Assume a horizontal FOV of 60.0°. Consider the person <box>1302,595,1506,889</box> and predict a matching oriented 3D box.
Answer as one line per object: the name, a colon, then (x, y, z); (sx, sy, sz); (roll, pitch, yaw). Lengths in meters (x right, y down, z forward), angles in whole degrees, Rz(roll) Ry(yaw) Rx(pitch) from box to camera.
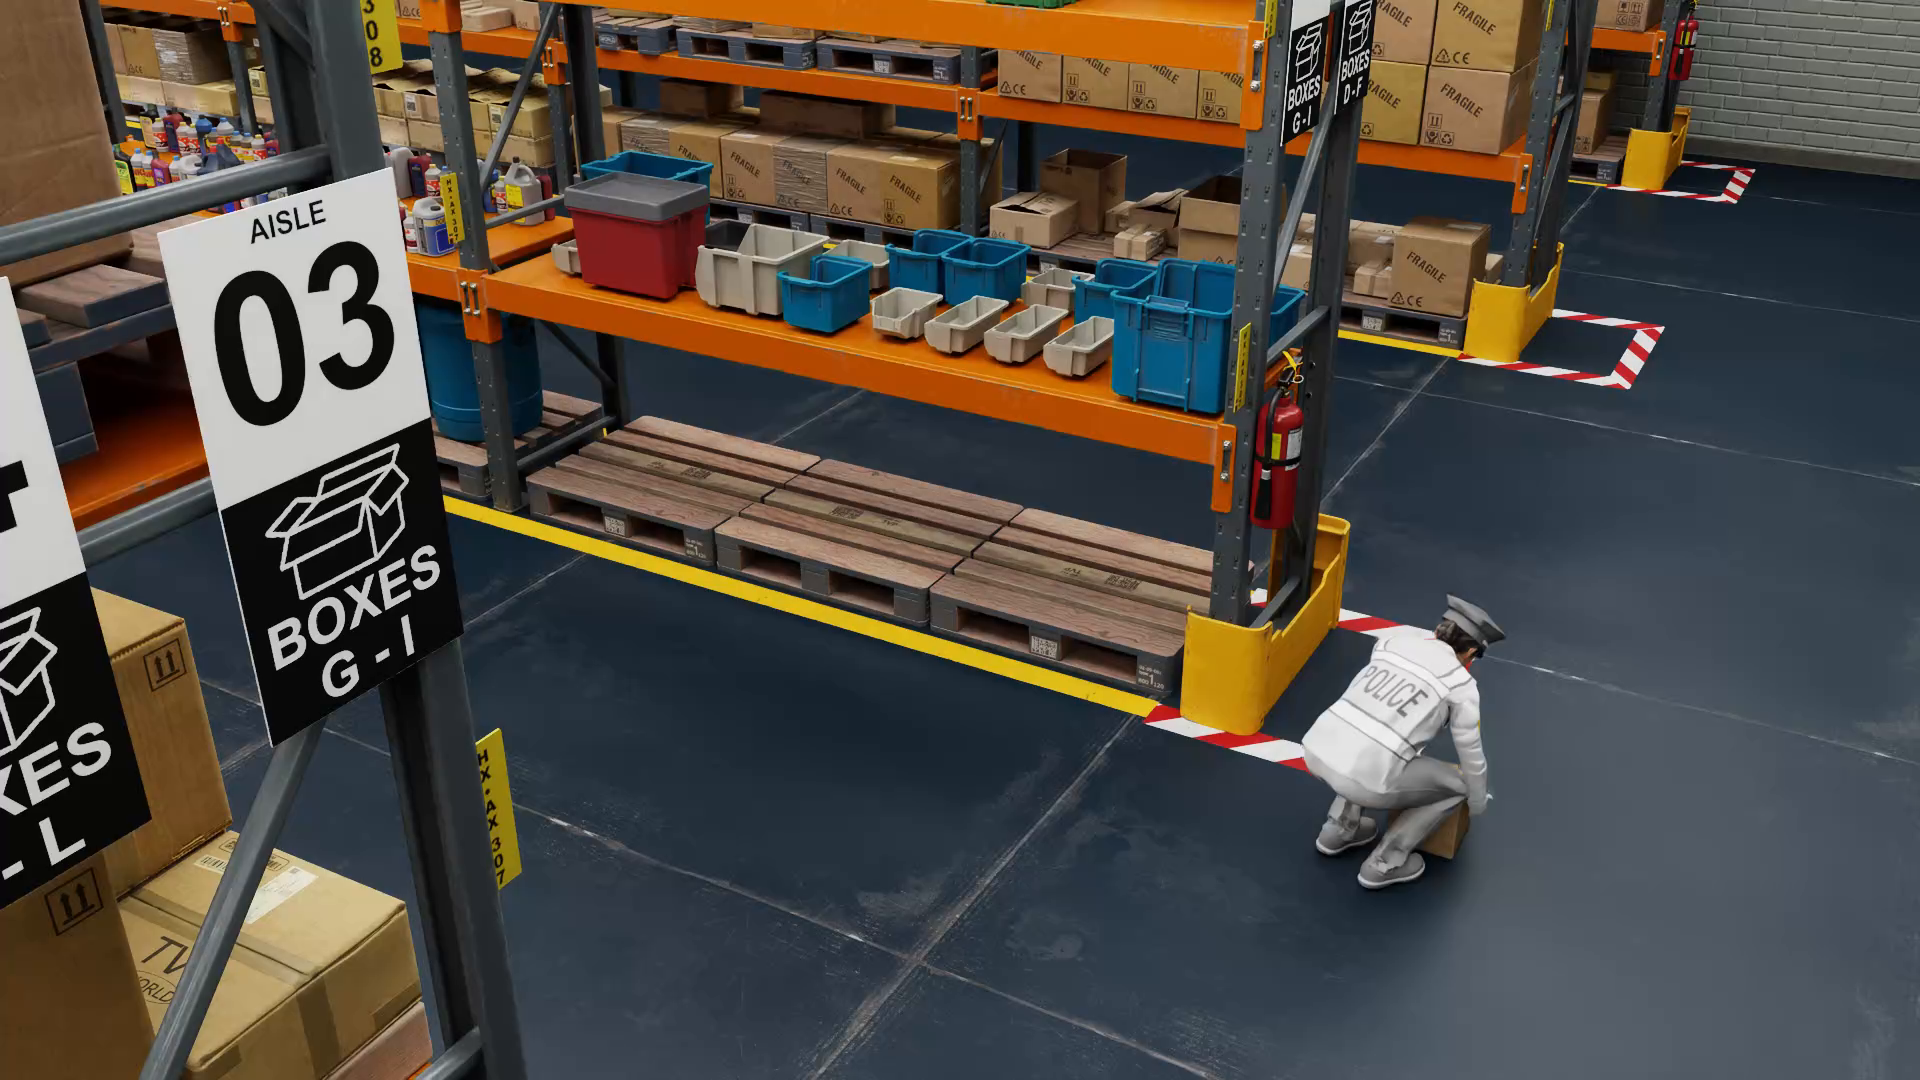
person: (1.603, 0.716, 5.994); (0.847, 0.949, 0.488); (-15, 30, -27)
